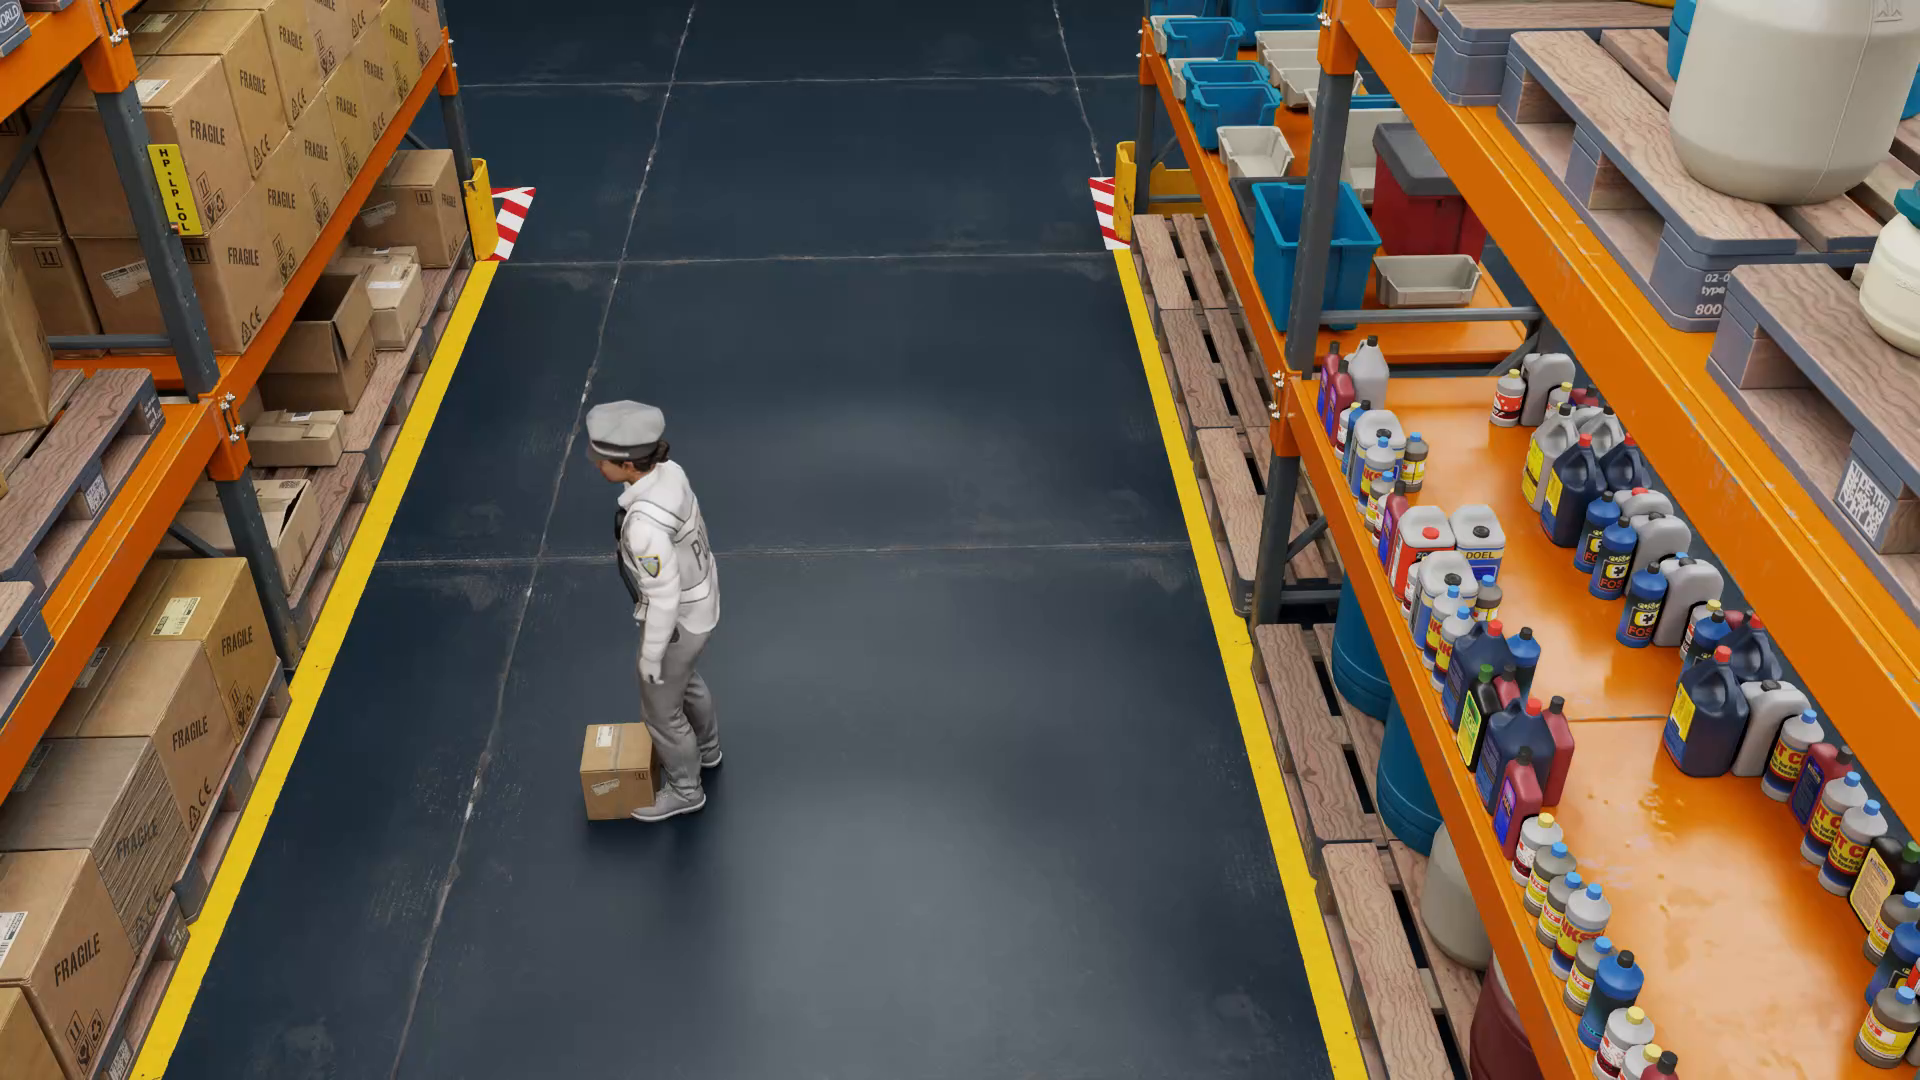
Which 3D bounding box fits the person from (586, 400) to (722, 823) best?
[{"bbox_3d":[-1.031,0.268,5.766,0.403,1.664,0.528,-2,35,-2],"label":"person"}]
